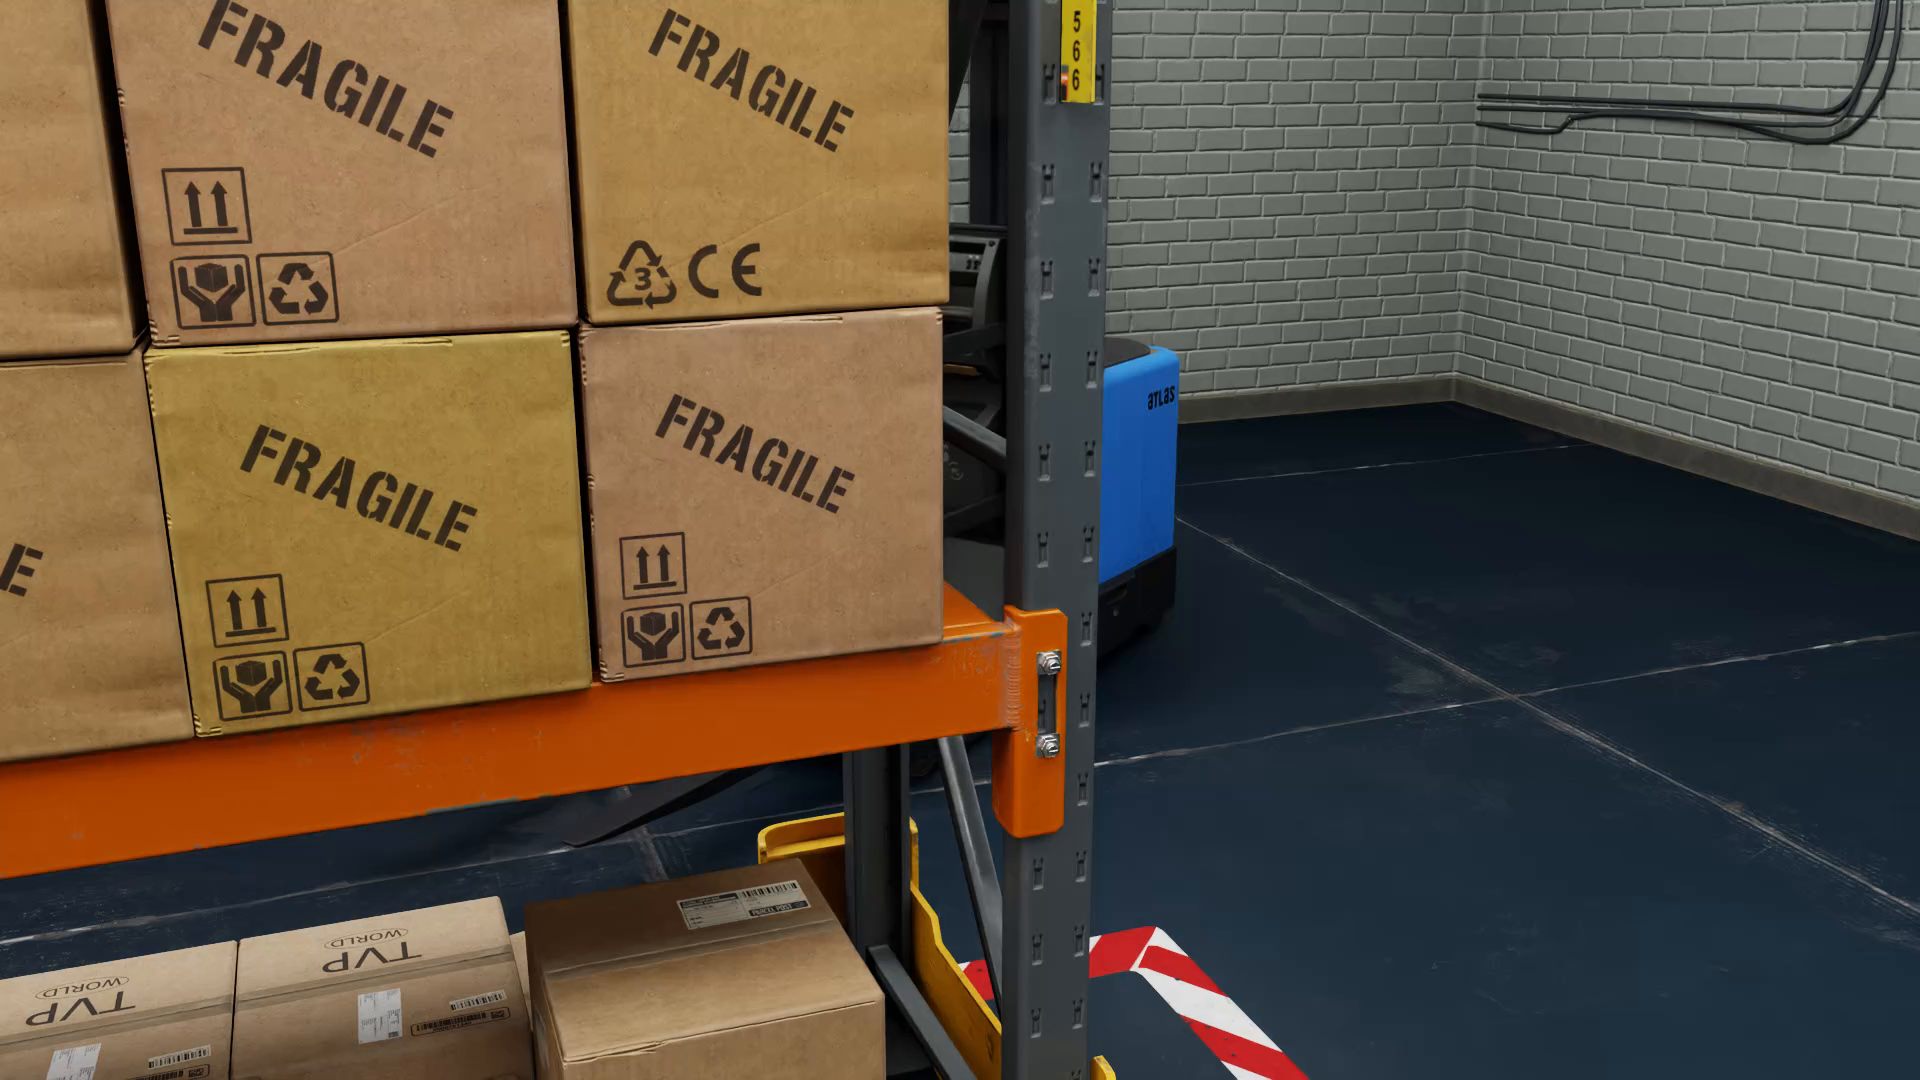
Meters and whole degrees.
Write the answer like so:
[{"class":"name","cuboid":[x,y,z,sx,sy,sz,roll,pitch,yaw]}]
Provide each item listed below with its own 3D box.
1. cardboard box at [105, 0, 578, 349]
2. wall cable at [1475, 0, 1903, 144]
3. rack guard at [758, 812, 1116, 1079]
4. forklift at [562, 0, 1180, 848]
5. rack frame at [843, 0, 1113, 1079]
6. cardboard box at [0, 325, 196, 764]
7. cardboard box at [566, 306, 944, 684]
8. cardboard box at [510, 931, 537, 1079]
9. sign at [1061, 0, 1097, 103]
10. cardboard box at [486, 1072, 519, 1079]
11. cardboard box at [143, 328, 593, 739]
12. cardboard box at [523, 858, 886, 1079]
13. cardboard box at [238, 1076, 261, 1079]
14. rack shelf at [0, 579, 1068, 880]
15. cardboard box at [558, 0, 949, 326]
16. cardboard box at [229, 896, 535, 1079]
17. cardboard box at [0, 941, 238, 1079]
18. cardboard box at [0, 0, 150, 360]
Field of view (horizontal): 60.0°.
[{"class":"cardboard box","cuboid":[-0.808,-0.556,2.214,0.500,0.500,0.500,-6,17,-19]},{"class":"wall cable","cuboid":[3.614,-3.364,8.593,0.112,2.526,3.097,-6,17,-20]},{"class":"rack guard","cuboid":[-0.090,1.011,3.269,0.348,0.500,1.175,-6,17,-20]},{"class":"forklift","cuboid":[-0.397,-0.829,5.219,1.130,2.935,3.031,11,19,32]},{"class":"rack frame","cuboid":[-0.019,-0.196,2.943,0.127,3.000,1.000,-6,17,-20]},{"class":"cardboard box","cuboid":[-1.291,-0.025,2.183,0.500,0.500,0.500,-6,17,-20]},{"class":"cardboard box","cuboid":[-0.340,-0.127,2.531,0.500,0.500,0.500,-6,17,-18]},{"class":"cardboard box","cuboid":[-0.767,0.929,3.358,0.250,0.166,0.380,-6,17,-20]},{"class":"sign","cuboid":[0.160,-0.755,2.231,0.005,0.325,0.100,-6,17,-20]},{"class":"cardboard box","cuboid":[-0.849,1.089,2.814,0.250,0.166,0.380,-6,17,-20]},{"class":"cardboard box","cuboid":[-0.823,-0.074,2.350,0.500,0.500,0.500,-6,17,-20]},{"class":"cardboard box","cuboid":[-0.439,0.912,2.825,0.500,0.500,0.500,-6,17,-20]},{"class":"cardboard box","cuboid":[-1.337,1.120,2.561,0.500,0.250,0.500,-6,17,-20]},{"class":"rack shelf","cuboid":[-1.887,0.351,2.357,4.000,0.370,1.077,-6,17,-20]},{"class":"cardboard box","cuboid":[-0.337,-0.607,2.388,0.500,0.500,0.500,-6,18,-21]},{"class":"cardboard box","cuboid":[-1.096,0.943,3.164,0.500,0.250,0.500,-6,17,-20]},{"class":"cardboard box","cuboid":[-1.562,0.993,2.992,0.500,0.250,0.500,-6,17,-20]},{"class":"cardboard box","cuboid":[-1.291,-0.502,2.032,0.500,0.500,0.500,-6,17,-19]}]
